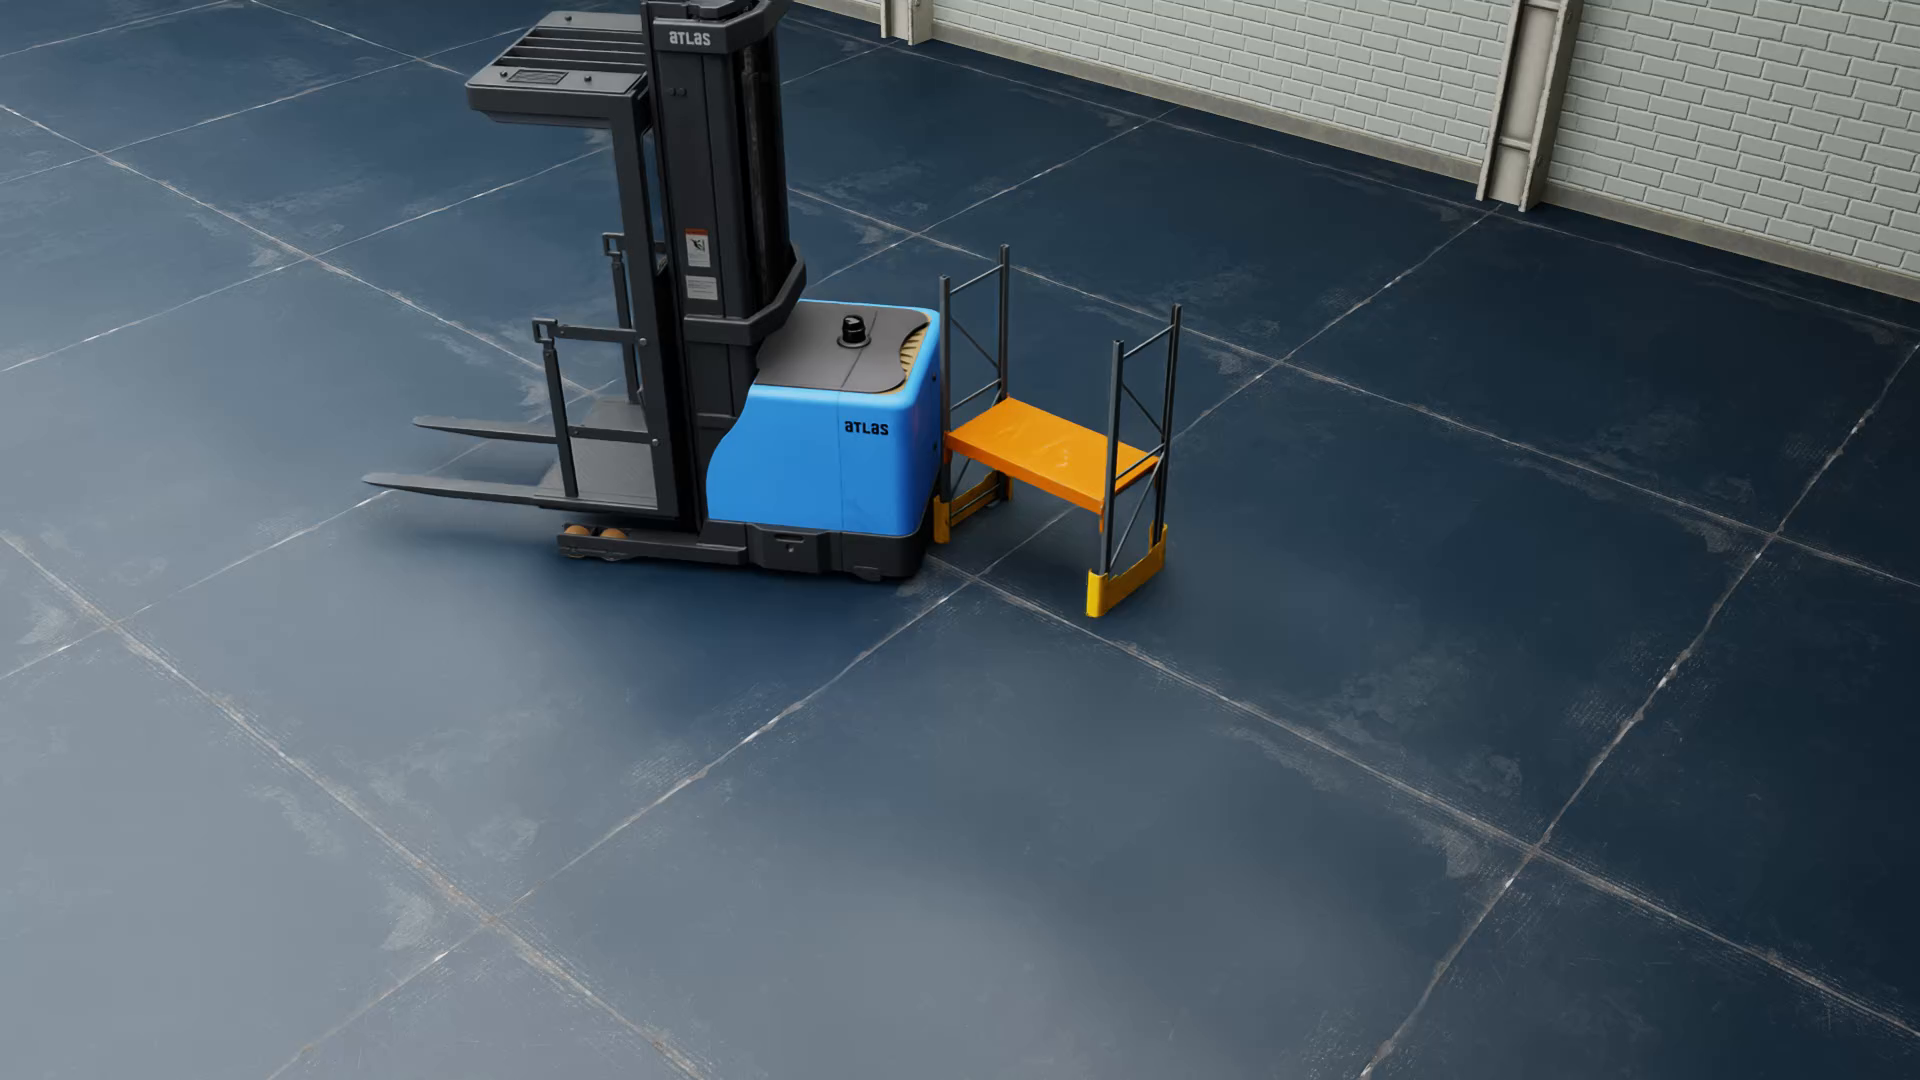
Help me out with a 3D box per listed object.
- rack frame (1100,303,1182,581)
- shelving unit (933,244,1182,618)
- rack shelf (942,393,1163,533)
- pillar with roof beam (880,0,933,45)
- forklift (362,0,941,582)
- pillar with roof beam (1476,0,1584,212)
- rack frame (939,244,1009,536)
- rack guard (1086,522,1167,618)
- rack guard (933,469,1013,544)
[{"bbox_3d":[0.852,-0.364,7.955,0.032,1.500,0.500,25,42,32],"label":"rack frame"},{"bbox_3d":[0.456,-0.552,8.230,1.083,1.500,0.587,25,42,32],"label":"shelving unit"},{"bbox_3d":[0.462,-0.401,8.327,1.000,0.185,0.538,25,42,32],"label":"rack shelf"},{"bbox_3d":[-3.249,-6.565,10.361,0.400,9.000,9.100,25,42,32],"label":"pillar with roof beam"},{"bbox_3d":[-1.626,-1.386,8.179,3.031,2.935,1.130,5,35,8],"label":"forklift"},{"bbox_3d":[1.362,-4.392,7.196,0.400,9.000,9.100,25,42,32],"label":"pillar with roof beam"},{"bbox_3d":[0.073,-0.734,8.494,0.032,1.500,0.500,25,42,32],"label":"rack frame"},{"bbox_3d":[0.837,0.144,8.319,0.087,0.250,0.587,25,42,32],"label":"rack guard"},{"bbox_3d":[0.074,-0.218,8.847,0.087,0.250,0.587,25,42,32],"label":"rack guard"}]
